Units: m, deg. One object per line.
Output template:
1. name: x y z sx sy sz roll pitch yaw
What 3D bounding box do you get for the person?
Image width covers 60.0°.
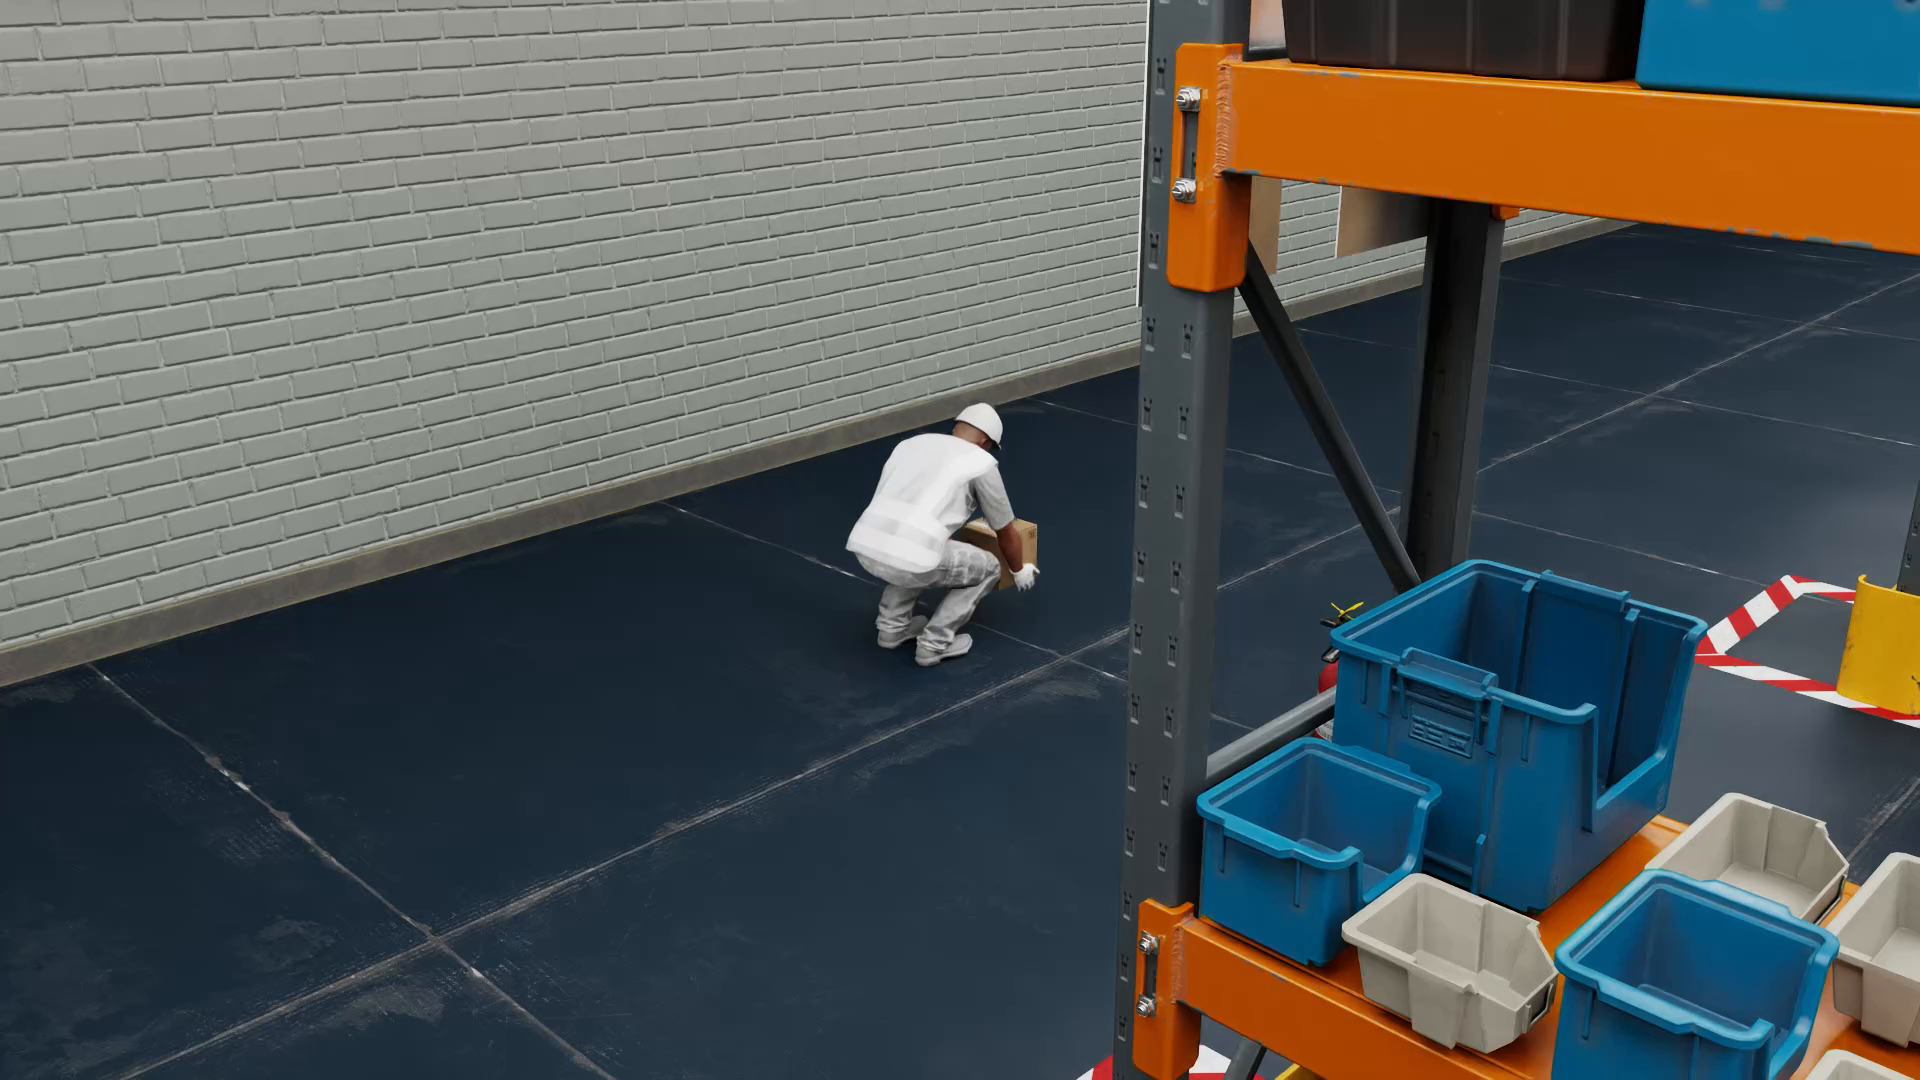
1. person: -0.102 -0.039 7.266 0.575 1.014 0.911 19 27 41
